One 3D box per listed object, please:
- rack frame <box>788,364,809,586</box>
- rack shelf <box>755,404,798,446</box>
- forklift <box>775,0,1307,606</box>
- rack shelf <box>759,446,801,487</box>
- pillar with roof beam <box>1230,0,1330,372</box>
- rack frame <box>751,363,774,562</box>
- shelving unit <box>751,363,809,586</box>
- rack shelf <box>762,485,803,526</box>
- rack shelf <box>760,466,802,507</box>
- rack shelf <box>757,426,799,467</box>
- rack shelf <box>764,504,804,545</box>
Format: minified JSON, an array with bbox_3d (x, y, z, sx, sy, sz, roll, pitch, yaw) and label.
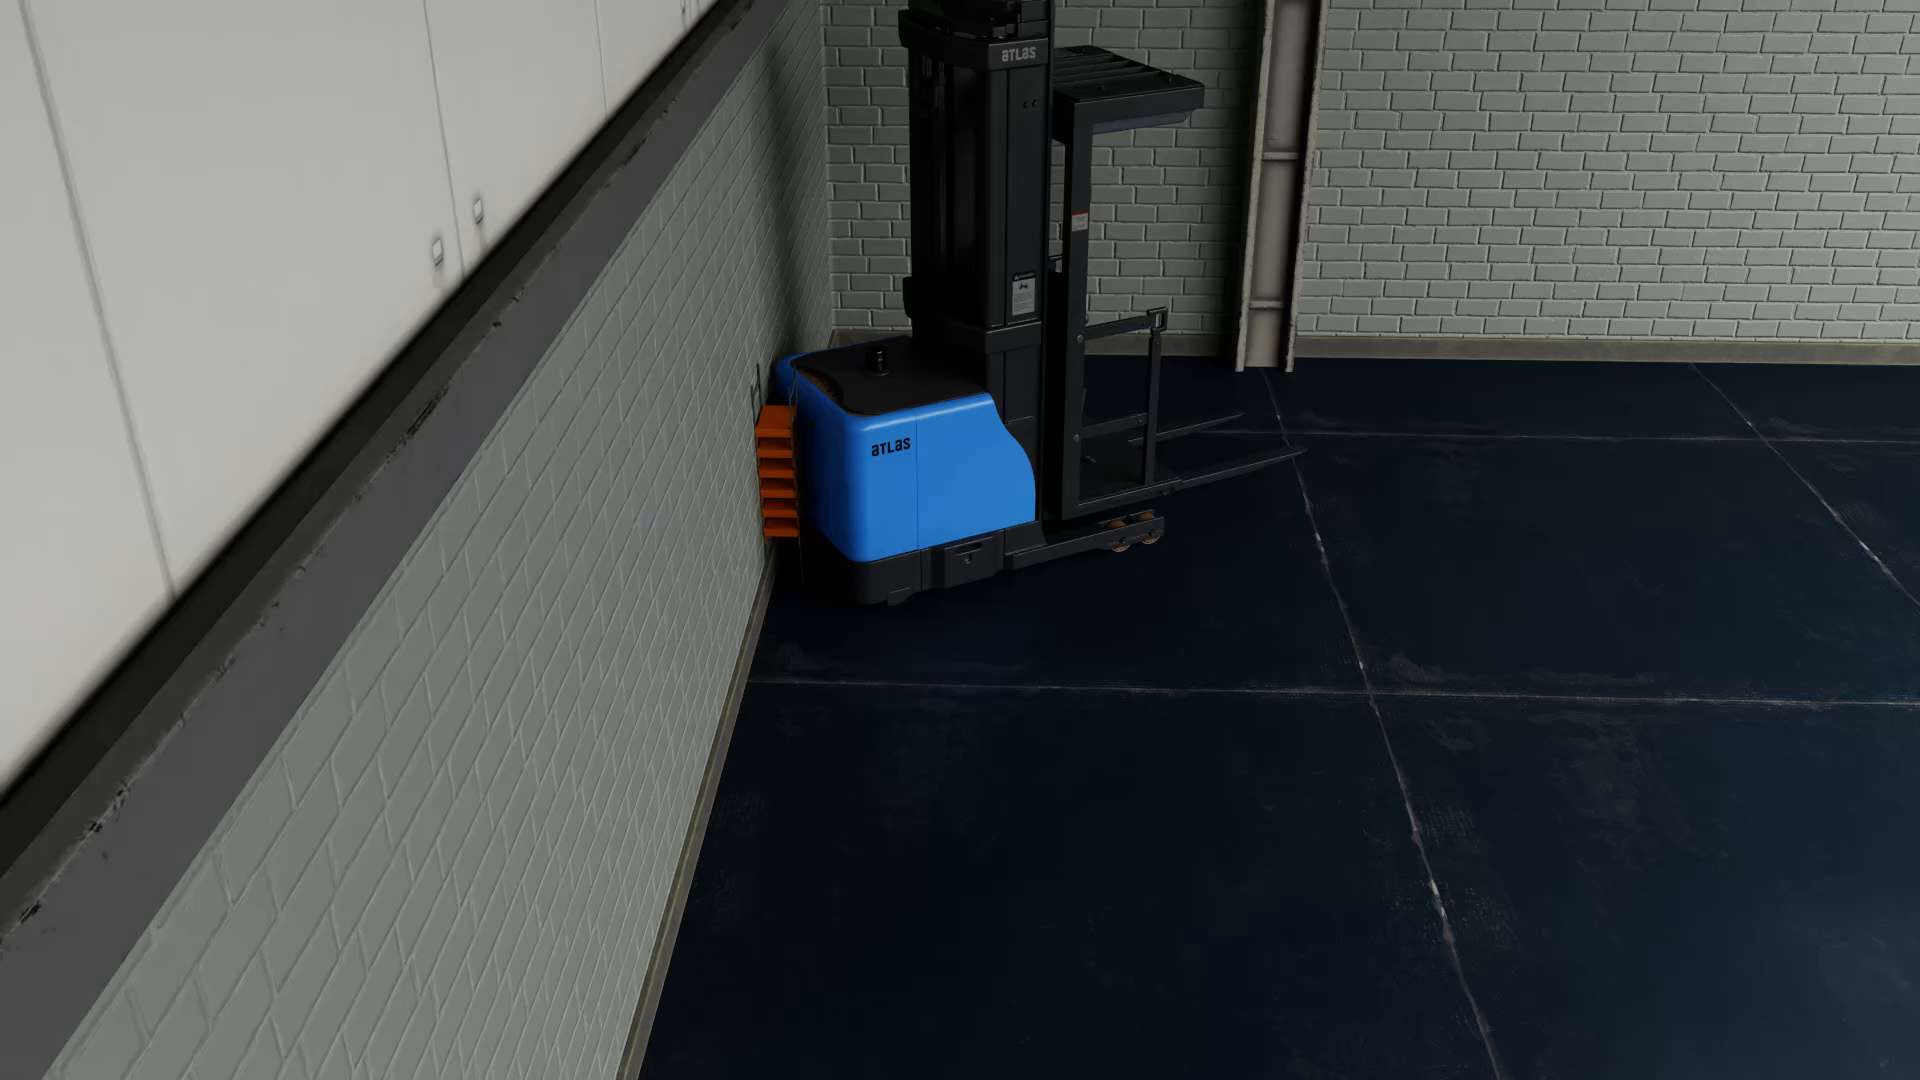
[{"bbox_3d":[-0.828,-0.317,8.549,0.006,1.200,0.240,1,35,2],"label":"rack frame"},{"bbox_3d":[-0.921,-0.579,8.374,0.180,0.103,0.258,1,35,2],"label":"rack shelf"},{"bbox_3d":[0.554,-1.434,8.825,3.031,2.935,1.130,-14,31,-25],"label":"forklift"},{"bbox_3d":[-0.920,-0.382,8.510,0.180,0.103,0.258,1,35,2],"label":"rack shelf"},{"bbox_3d":[1.942,-3.192,5.664,0.400,9.000,9.100,1,28,2],"label":"pillar with roof beam"},{"bbox_3d":[-1.011,-0.322,8.557,0.006,1.200,0.240,1,35,2],"label":"rack frame"},{"bbox_3d":[-0.919,-0.319,8.553,0.189,1.200,0.258,1,35,2],"label":"shelving unit"},{"bbox_3d":[-0.919,-0.184,8.646,0.180,0.103,0.258,1,35,2],"label":"rack shelf"},{"bbox_3d":[-0.919,-0.283,8.578,0.180,0.103,0.258,1,35,2],"label":"rack shelf"},{"bbox_3d":[-0.920,-0.481,8.442,0.180,0.103,0.258,1,35,2],"label":"rack shelf"},{"bbox_3d":[-0.918,-0.085,8.714,0.180,0.103,0.258,1,35,2],"label":"rack shelf"}]
